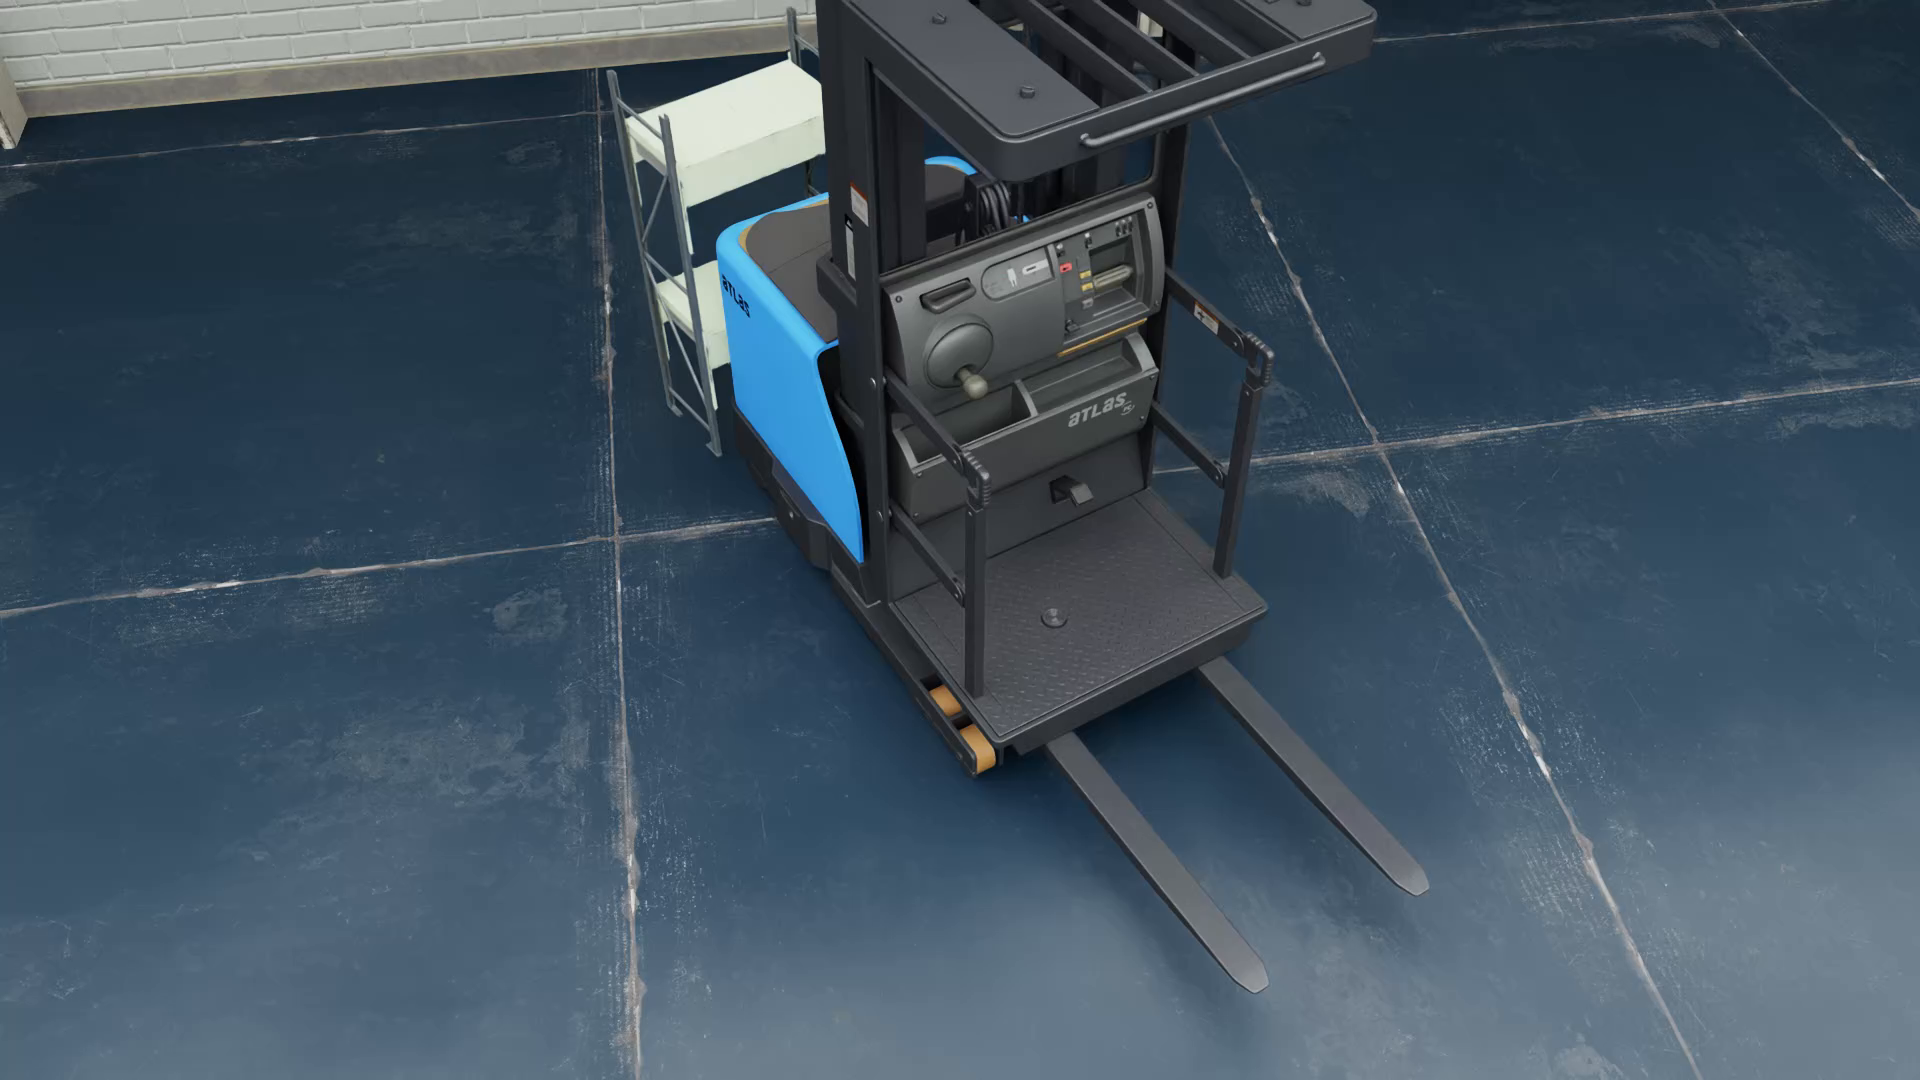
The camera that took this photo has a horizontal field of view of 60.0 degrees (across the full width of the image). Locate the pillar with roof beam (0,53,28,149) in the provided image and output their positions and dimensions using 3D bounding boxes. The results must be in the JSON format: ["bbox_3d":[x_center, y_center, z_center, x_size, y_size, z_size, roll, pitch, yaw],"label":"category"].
[{"bbox_3d":[-4.081,-2.060,1.986,0.400,9.000,9.100,-7,46,-7],"label":"pillar with roof beam"}]

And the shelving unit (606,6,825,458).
[{"bbox_3d":[-0.783,-1.130,6.289,0.755,1.500,0.431,-28,51,-24],"label":"shelving unit"}]

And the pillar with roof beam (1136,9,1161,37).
[{"bbox_3d":[1.832,-2.796,2.695,0.400,9.000,9.100,-7,46,-7],"label":"pillar with roof beam"}]

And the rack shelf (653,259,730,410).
[{"bbox_3d":[-0.778,-0.899,6.518,0.720,0.370,0.431,-28,51,-24],"label":"rack shelf"}]

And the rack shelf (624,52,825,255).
[{"bbox_3d":[-0.790,-1.407,6.014,0.720,0.370,0.431,-28,51,-24],"label":"rack shelf"}]

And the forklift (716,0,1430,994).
[{"bbox_3d":[0.327,-0.633,4.824,1.130,2.935,3.031,-24,51,-21],"label":"forklift"}]

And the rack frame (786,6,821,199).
[{"bbox_3d":[-0.490,-1.288,6.440,0.023,1.500,0.400,-28,51,-24],"label":"rack frame"}]

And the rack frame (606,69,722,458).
[{"bbox_3d":[-1.077,-0.973,6.137,0.023,1.500,0.400,-28,51,-24],"label":"rack frame"}]
